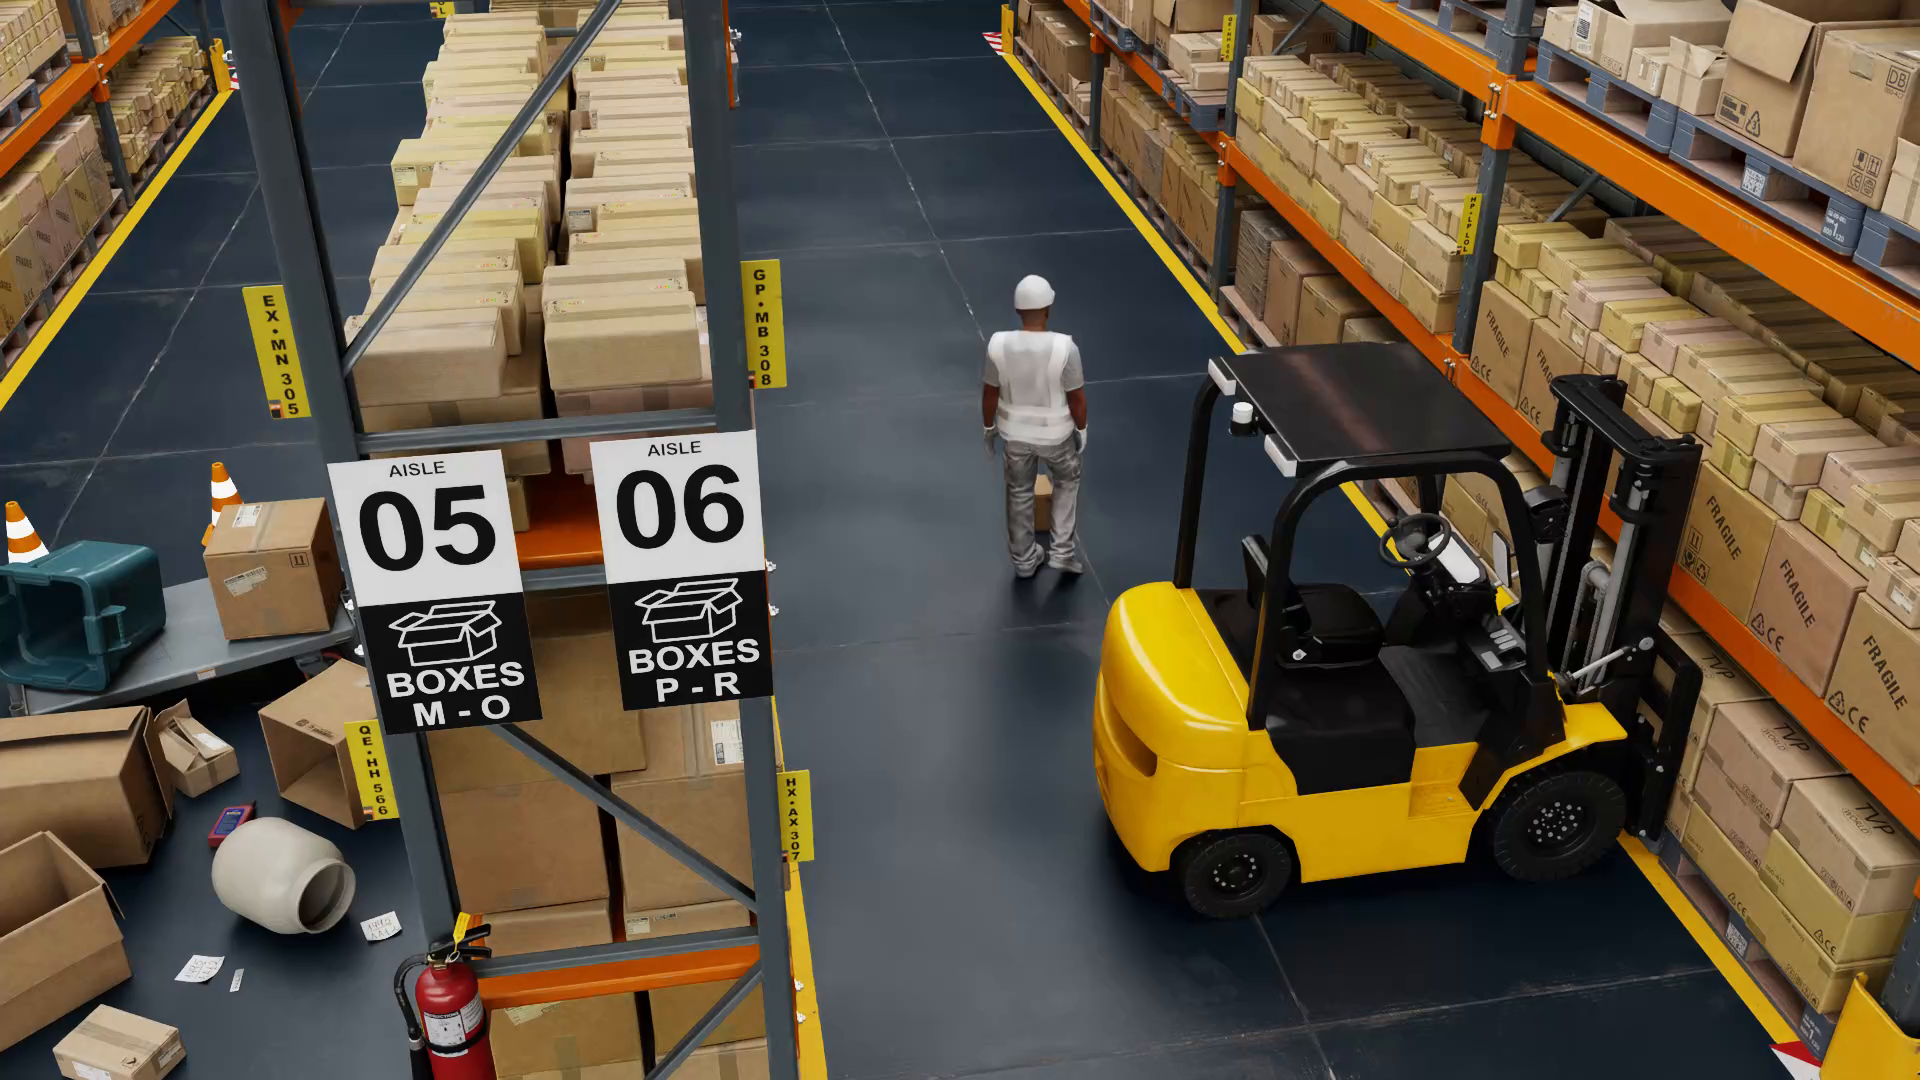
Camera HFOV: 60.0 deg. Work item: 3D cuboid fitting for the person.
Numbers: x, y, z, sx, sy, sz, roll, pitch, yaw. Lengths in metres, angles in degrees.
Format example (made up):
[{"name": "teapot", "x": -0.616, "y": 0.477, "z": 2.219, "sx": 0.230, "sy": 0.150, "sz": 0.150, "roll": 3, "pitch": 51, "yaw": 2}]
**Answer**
[{"name": "person", "x": 0.418, "y": -0.600, "z": 9.141, "sx": 0.576, "sy": 1.811, "sz": 0.404, "roll": 8, "pitch": 31, "yaw": 13}]
